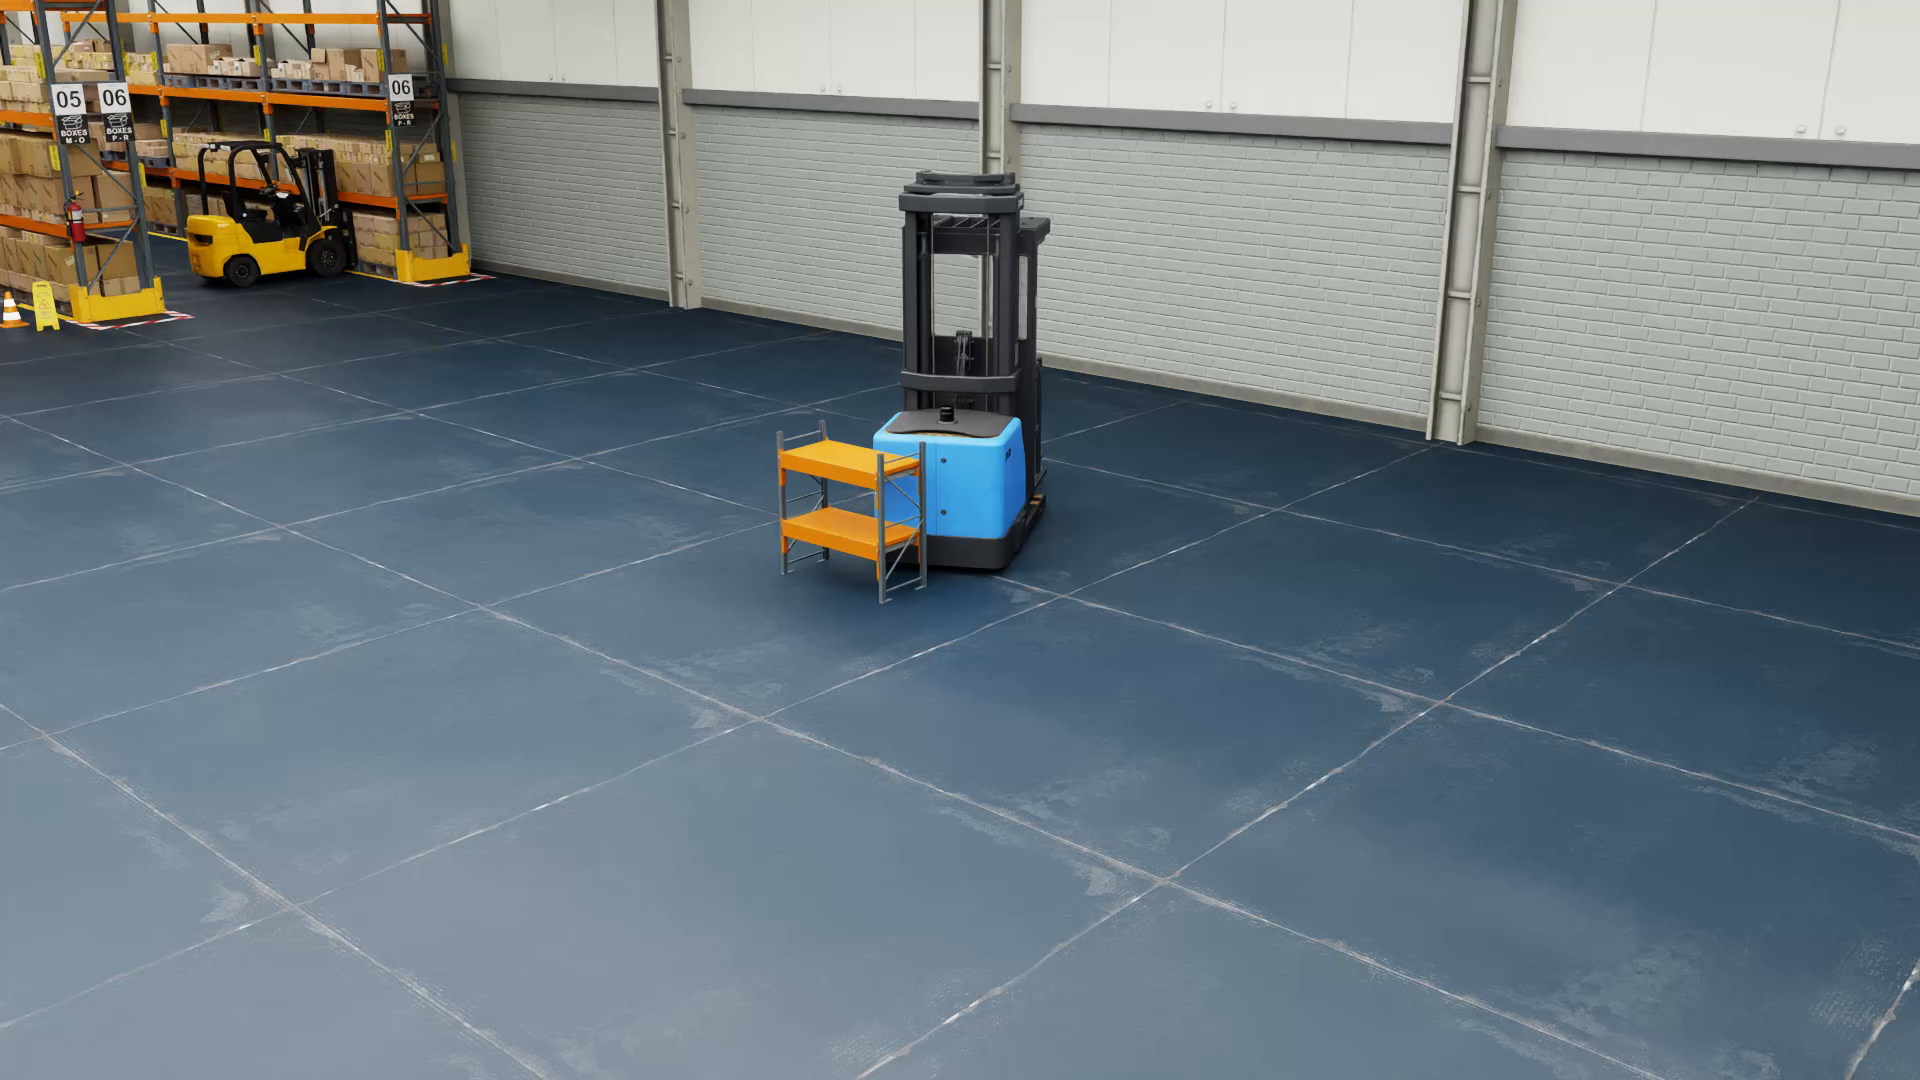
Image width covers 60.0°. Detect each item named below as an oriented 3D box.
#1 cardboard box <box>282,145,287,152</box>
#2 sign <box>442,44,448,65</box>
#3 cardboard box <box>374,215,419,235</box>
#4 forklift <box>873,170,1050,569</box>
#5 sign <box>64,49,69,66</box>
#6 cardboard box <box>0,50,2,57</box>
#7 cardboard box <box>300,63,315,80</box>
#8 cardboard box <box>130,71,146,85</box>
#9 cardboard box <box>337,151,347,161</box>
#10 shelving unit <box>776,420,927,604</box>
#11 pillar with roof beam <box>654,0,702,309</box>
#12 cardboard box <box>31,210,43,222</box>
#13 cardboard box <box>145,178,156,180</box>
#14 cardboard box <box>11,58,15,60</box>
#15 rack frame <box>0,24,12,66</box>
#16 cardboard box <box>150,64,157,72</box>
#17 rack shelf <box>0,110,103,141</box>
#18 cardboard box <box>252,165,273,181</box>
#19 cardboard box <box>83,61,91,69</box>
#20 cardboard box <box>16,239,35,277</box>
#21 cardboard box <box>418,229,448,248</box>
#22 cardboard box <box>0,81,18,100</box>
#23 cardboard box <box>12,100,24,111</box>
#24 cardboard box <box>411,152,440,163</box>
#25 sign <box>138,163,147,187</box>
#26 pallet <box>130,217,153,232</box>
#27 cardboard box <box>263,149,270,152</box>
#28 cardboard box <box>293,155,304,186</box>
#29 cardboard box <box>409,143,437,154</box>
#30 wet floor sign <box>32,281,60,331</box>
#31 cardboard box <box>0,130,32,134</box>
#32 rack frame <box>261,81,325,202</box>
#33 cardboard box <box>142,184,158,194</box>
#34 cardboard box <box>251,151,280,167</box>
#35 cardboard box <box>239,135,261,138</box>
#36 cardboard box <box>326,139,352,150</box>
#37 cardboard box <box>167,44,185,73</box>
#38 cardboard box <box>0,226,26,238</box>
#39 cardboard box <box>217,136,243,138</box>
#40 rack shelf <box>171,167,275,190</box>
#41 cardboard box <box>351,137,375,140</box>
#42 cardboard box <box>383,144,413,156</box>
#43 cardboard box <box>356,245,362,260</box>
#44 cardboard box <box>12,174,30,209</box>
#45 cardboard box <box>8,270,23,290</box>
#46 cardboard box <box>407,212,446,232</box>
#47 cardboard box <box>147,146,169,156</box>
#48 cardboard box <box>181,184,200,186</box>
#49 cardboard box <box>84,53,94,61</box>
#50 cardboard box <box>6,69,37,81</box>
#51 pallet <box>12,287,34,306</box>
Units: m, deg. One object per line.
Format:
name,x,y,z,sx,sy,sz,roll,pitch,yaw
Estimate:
cardboard box,-11.509,-6.753,28.693,0.250,0.149,0.380,15,23,38
sign,-8.208,-7.725,26.459,0.005,0.325,0.100,15,23,39
cardboard box,-9.132,-5.104,26.935,0.500,0.250,0.500,16,24,41
forklift,0.129,-1.583,13.753,1.130,2.935,3.031,4,18,11
sign,-17.911,-9.677,33.333,0.005,0.325,0.100,15,23,39
cardboard box,-20.383,-10.521,35.776,0.500,0.250,0.500,15,23,39
cardboard box,-10.664,-7.766,27.528,0.258,0.266,0.396,14,23,38
cardboard box,-15.486,-8.830,31.764,0.500,0.250,0.500,15,23,39
cardboard box,-10.002,-6.331,27.365,0.250,0.149,0.380,15,23,40
shelving unit,-0.811,-0.230,12.475,1.048,1.125,0.538,14,22,38
pillar with roof beam,-6.873,-6.741,19.975,0.400,9.000,9.100,15,23,39
cardboard box,-12.948,-4.626,23.646,0.250,0.149,0.380,16,23,40
cardboard box,-16.702,-7.336,34.135,0.250,0.149,0.380,15,23,40
cardboard box,-20.004,-10.180,35.529,0.500,0.250,0.500,16,23,40
rack frame,-14.865,-8.255,24.747,0.127,3.000,1.000,15,23,39
cardboard box,-14.990,-8.888,31.287,0.250,0.149,0.380,16,23,40
rack shelf,-13.369,-6.081,24.044,4.000,0.370,1.077,15,23,39
cardboard box,-12.123,-6.490,29.350,0.500,0.250,0.500,16,23,40
cardboard box,-17.039,-9.375,32.790,0.250,0.149,0.380,15,23,40
cardboard box,-13.411,-4.148,24.336,0.500,0.500,0.500,14,23,38
cardboard box,-8.795,-4.985,27.387,0.500,0.250,0.500,16,23,40
cardboard box,-13.201,-6.339,23.423,0.500,0.250,0.500,16,24,41
cardboard box,-13.073,-6.120,23.392,0.250,0.149,0.380,15,23,39
cardboard box,-8.662,-6.200,26.951,0.250,0.149,0.380,14,23,38
sign,-11.513,-5.128,23.380,0.005,0.325,0.100,15,23,39
pallet,-16.006,-6.397,33.419,1.213,0.211,1.003,15,23,39
cardboard box,-11.976,-6.895,29.140,0.250,0.149,0.380,16,24,41
cardboard box,-11.014,-6.318,28.396,0.500,0.500,0.500,16,23,40
cardboard box,-8.690,-6.331,26.871,0.250,0.149,0.380,14,23,38
wet floor sign,-12.441,-3.190,22.597,0.267,0.644,0.232,-9,20,-27
cardboard box,-13.954,-5.710,24.334,0.500,0.500,0.700,14,23,38
rack frame,-11.573,-6.519,29.195,0.127,3.000,1.000,15,23,39
cardboard box,-16.075,-6.955,32.933,0.250,0.149,0.380,14,22,37
cardboard box,-12.110,-6.727,29.271,0.500,0.250,0.500,14,23,38
cardboard box,-13.026,-7.356,30.594,0.250,0.149,0.380,16,24,41
cardboard box,-10.317,-6.600,27.720,0.250,0.149,0.380,15,23,39
cardboard box,-14.184,-8.847,30.546,0.500,0.500,0.500,15,23,40
cardboard box,-13.960,-4.577,24.615,0.250,0.149,0.380,17,24,42
cardboard box,-13.291,-7.262,30.296,0.250,0.149,0.380,15,23,39
rack shelf,-13.069,-6.578,30.569,4.000,0.370,1.077,15,23,39
cardboard box,-10.028,-6.700,28.035,0.250,0.149,0.380,16,24,41
cardboard box,-8.989,-6.239,26.583,0.250,0.149,0.380,15,23,39
cardboard box,-9.876,-4.833,27.733,0.500,0.250,0.500,15,23,40
cardboard box,-13.205,-5.031,23.850,0.500,0.500,0.500,15,23,39
cardboard box,-13.797,-3.895,24.777,0.500,0.250,0.500,15,23,39
cardboard box,-8.815,-5.222,27.305,0.500,0.250,0.500,15,23,38
cardboard box,-15.310,-7.448,31.842,0.250,0.149,0.380,16,23,40
cardboard box,-15.309,-6.982,33.020,0.250,0.149,0.380,14,22,37
cardboard box,-17.006,-9.522,32.763,0.250,0.149,0.380,15,23,38
cardboard box,-13.204,-6.563,23.471,0.250,0.149,0.380,14,22,38
pallet,-13.422,-3.695,24.905,1.213,0.211,1.003,15,23,39
